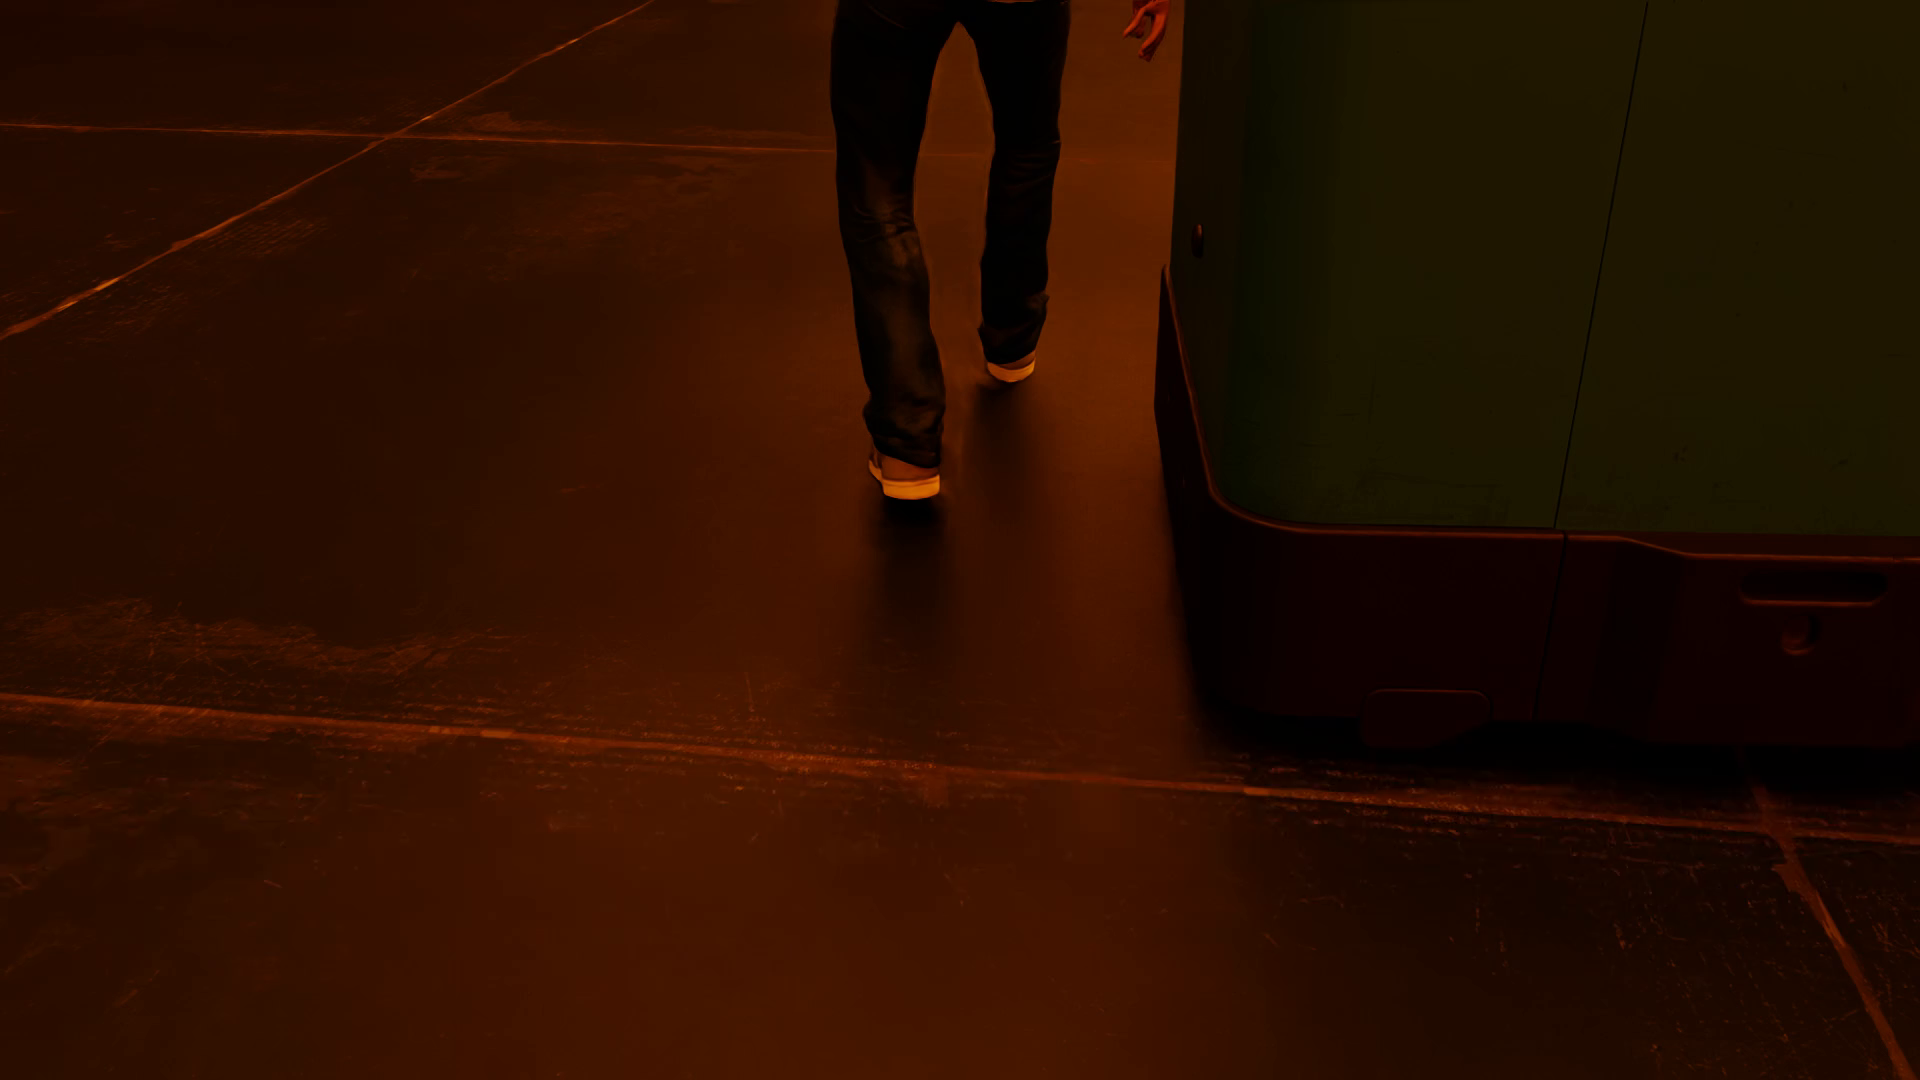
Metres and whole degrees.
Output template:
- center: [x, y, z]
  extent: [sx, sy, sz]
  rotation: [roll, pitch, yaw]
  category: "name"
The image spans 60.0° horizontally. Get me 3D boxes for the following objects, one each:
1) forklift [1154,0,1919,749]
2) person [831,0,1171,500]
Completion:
- center: [1.818, -1.247, 1.716]
  extent: [3.031, 2.935, 1.130]
  rotation: [1, 27, 2]
  category: "forklift"
- center: [0.036, -0.894, 2.591]
  extent: [0.544, 1.522, 0.823]
  rotation: [-4, 27, -8]
  category: "person"
